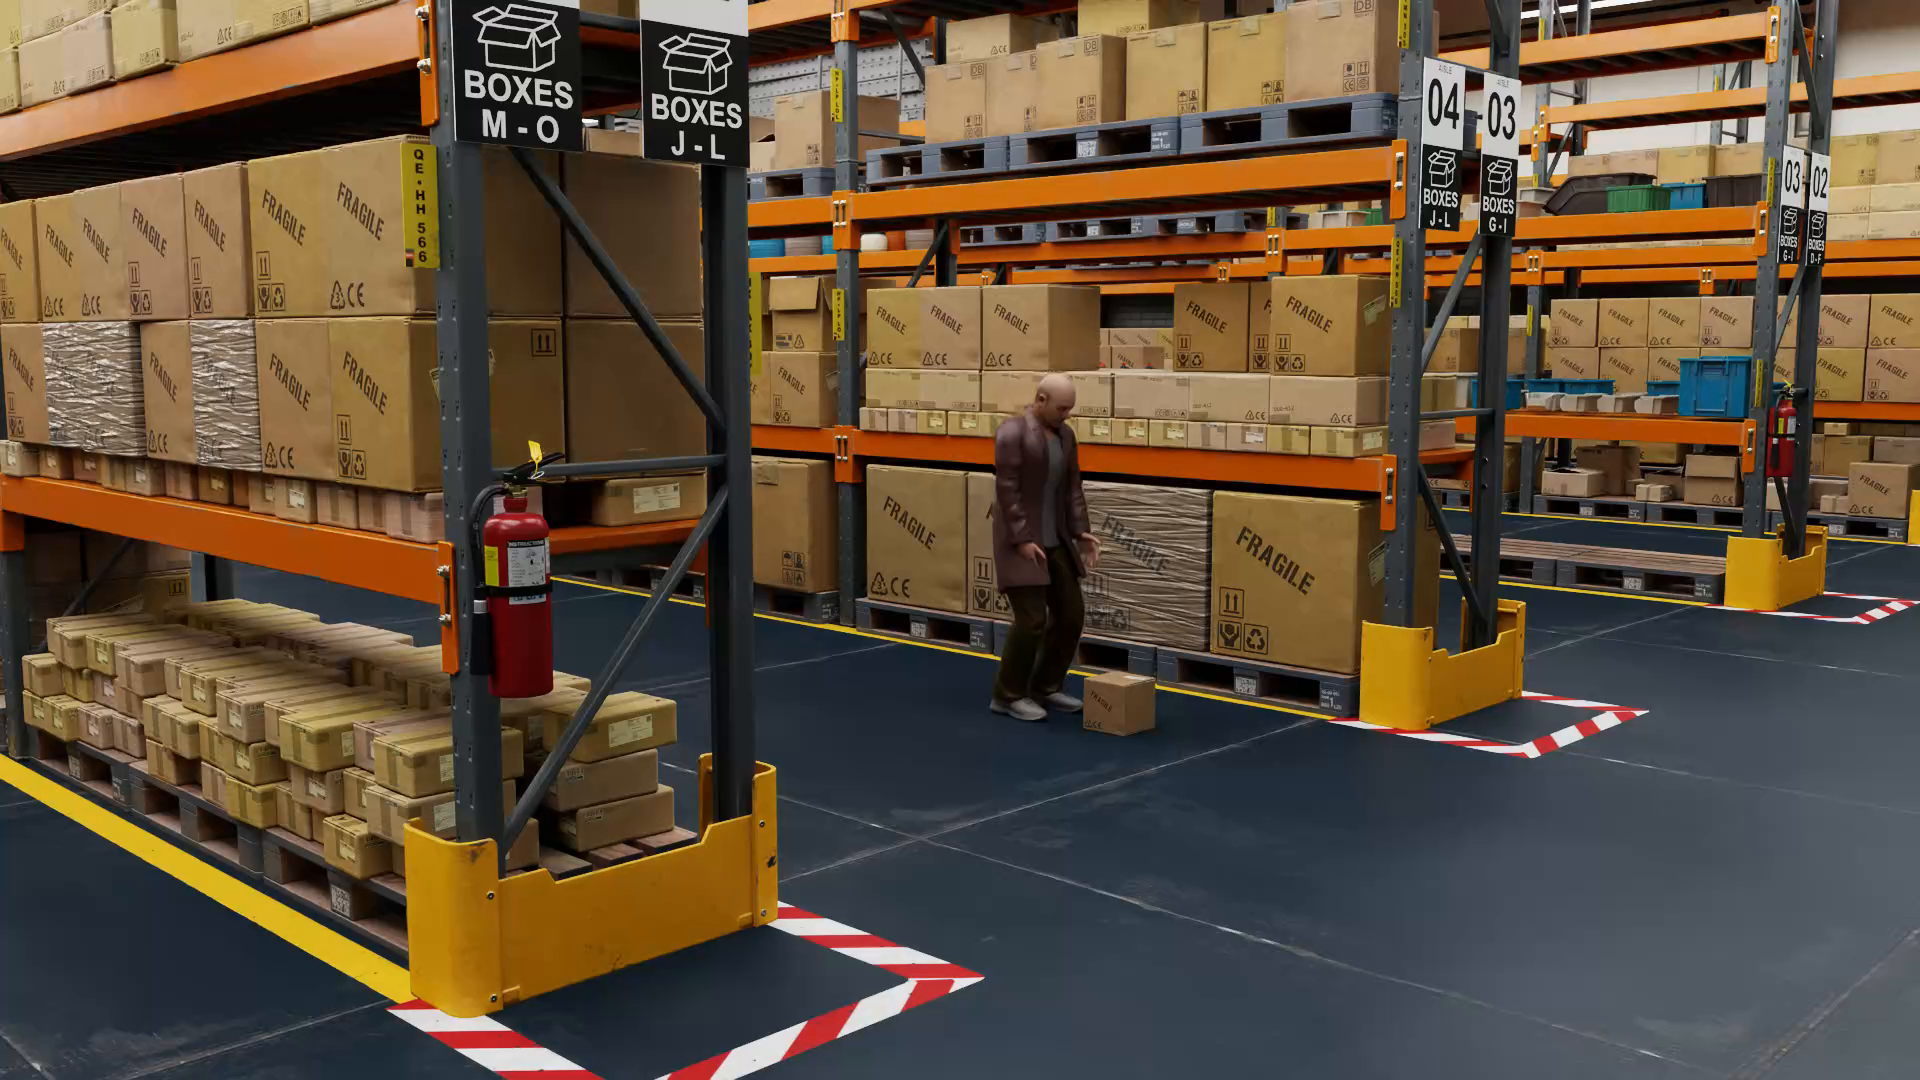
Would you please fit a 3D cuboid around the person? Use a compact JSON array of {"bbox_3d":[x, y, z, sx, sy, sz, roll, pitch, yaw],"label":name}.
[{"bbox_3d":[0.413,0.023,8.378,0.591,1.727,0.432,-7,10,-44],"label":"person"}]
